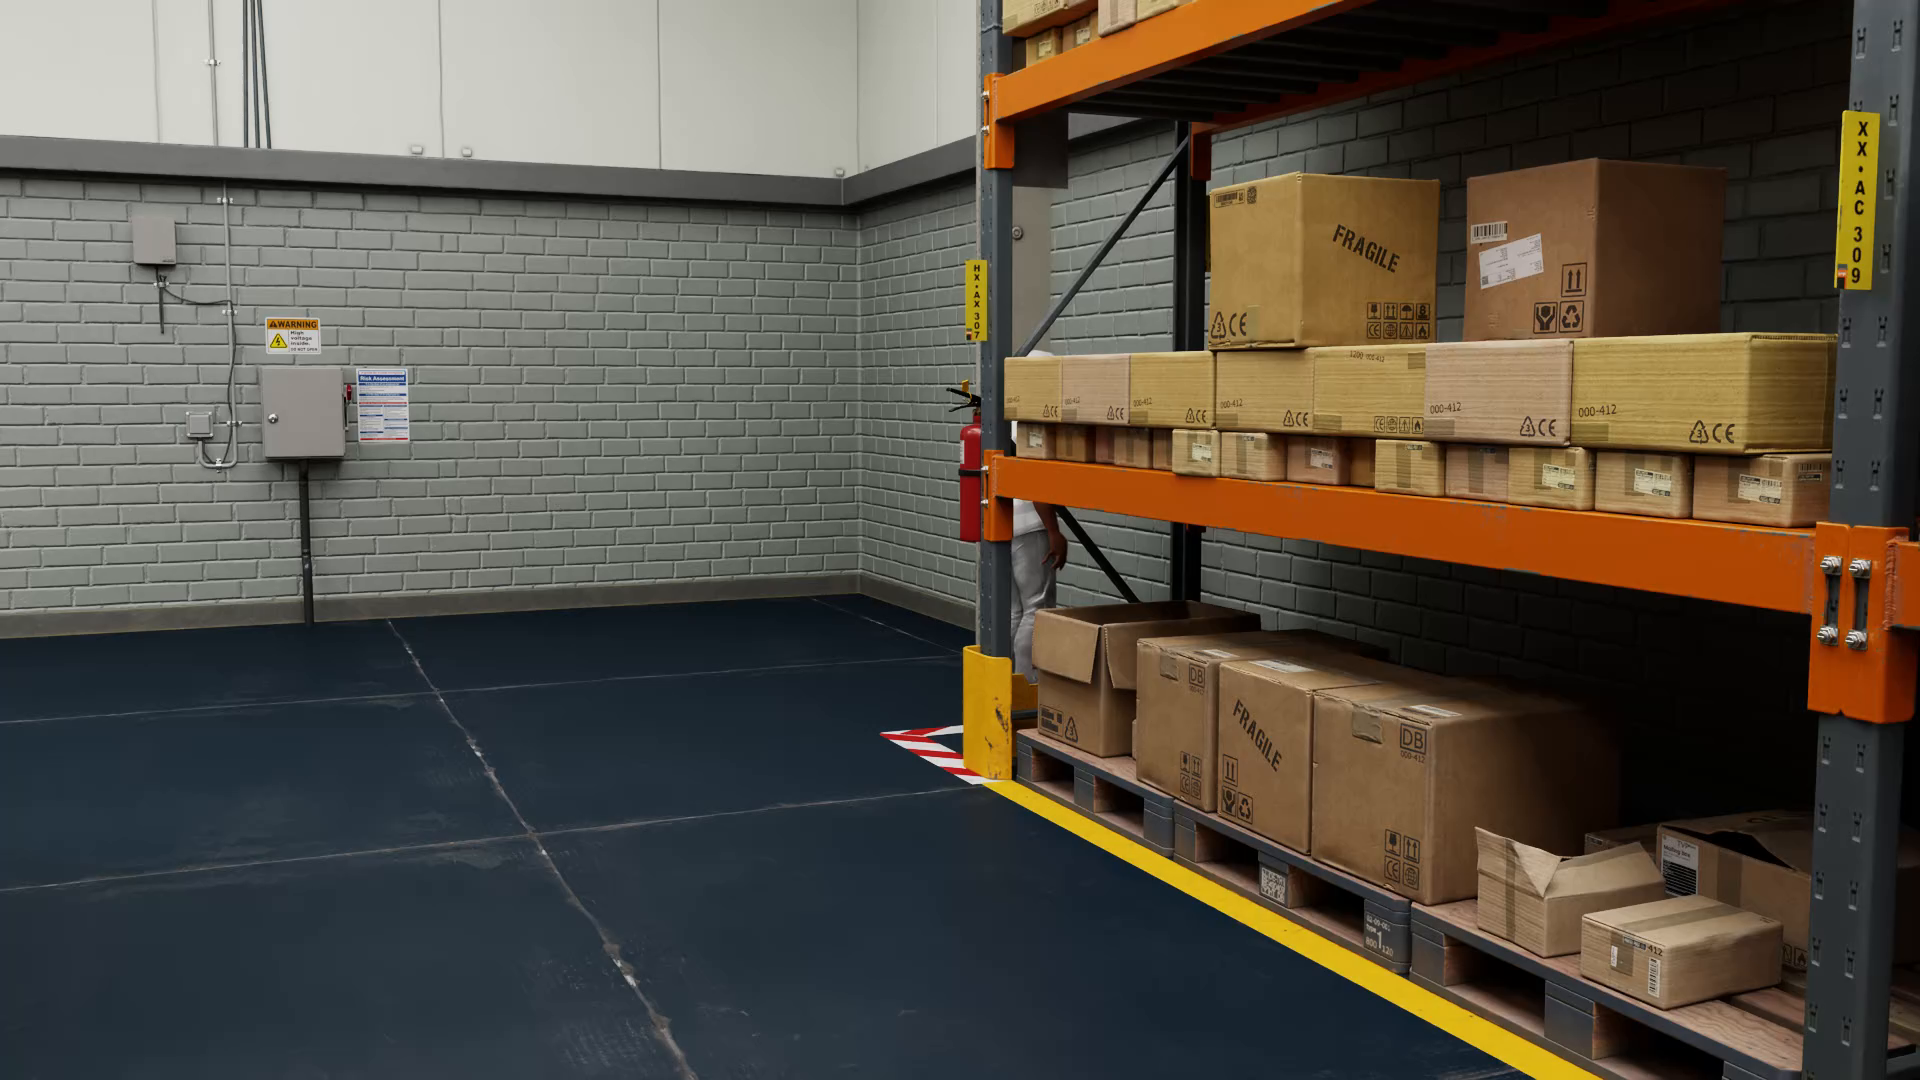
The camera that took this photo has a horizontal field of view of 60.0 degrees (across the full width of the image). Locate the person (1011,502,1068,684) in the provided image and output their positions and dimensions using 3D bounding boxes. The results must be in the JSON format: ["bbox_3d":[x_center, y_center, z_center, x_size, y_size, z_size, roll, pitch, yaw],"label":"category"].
[{"bbox_3d":[0.342,-0.054,8.122,0.356,1.662,0.637,-2,6,-19],"label":"person"}]
